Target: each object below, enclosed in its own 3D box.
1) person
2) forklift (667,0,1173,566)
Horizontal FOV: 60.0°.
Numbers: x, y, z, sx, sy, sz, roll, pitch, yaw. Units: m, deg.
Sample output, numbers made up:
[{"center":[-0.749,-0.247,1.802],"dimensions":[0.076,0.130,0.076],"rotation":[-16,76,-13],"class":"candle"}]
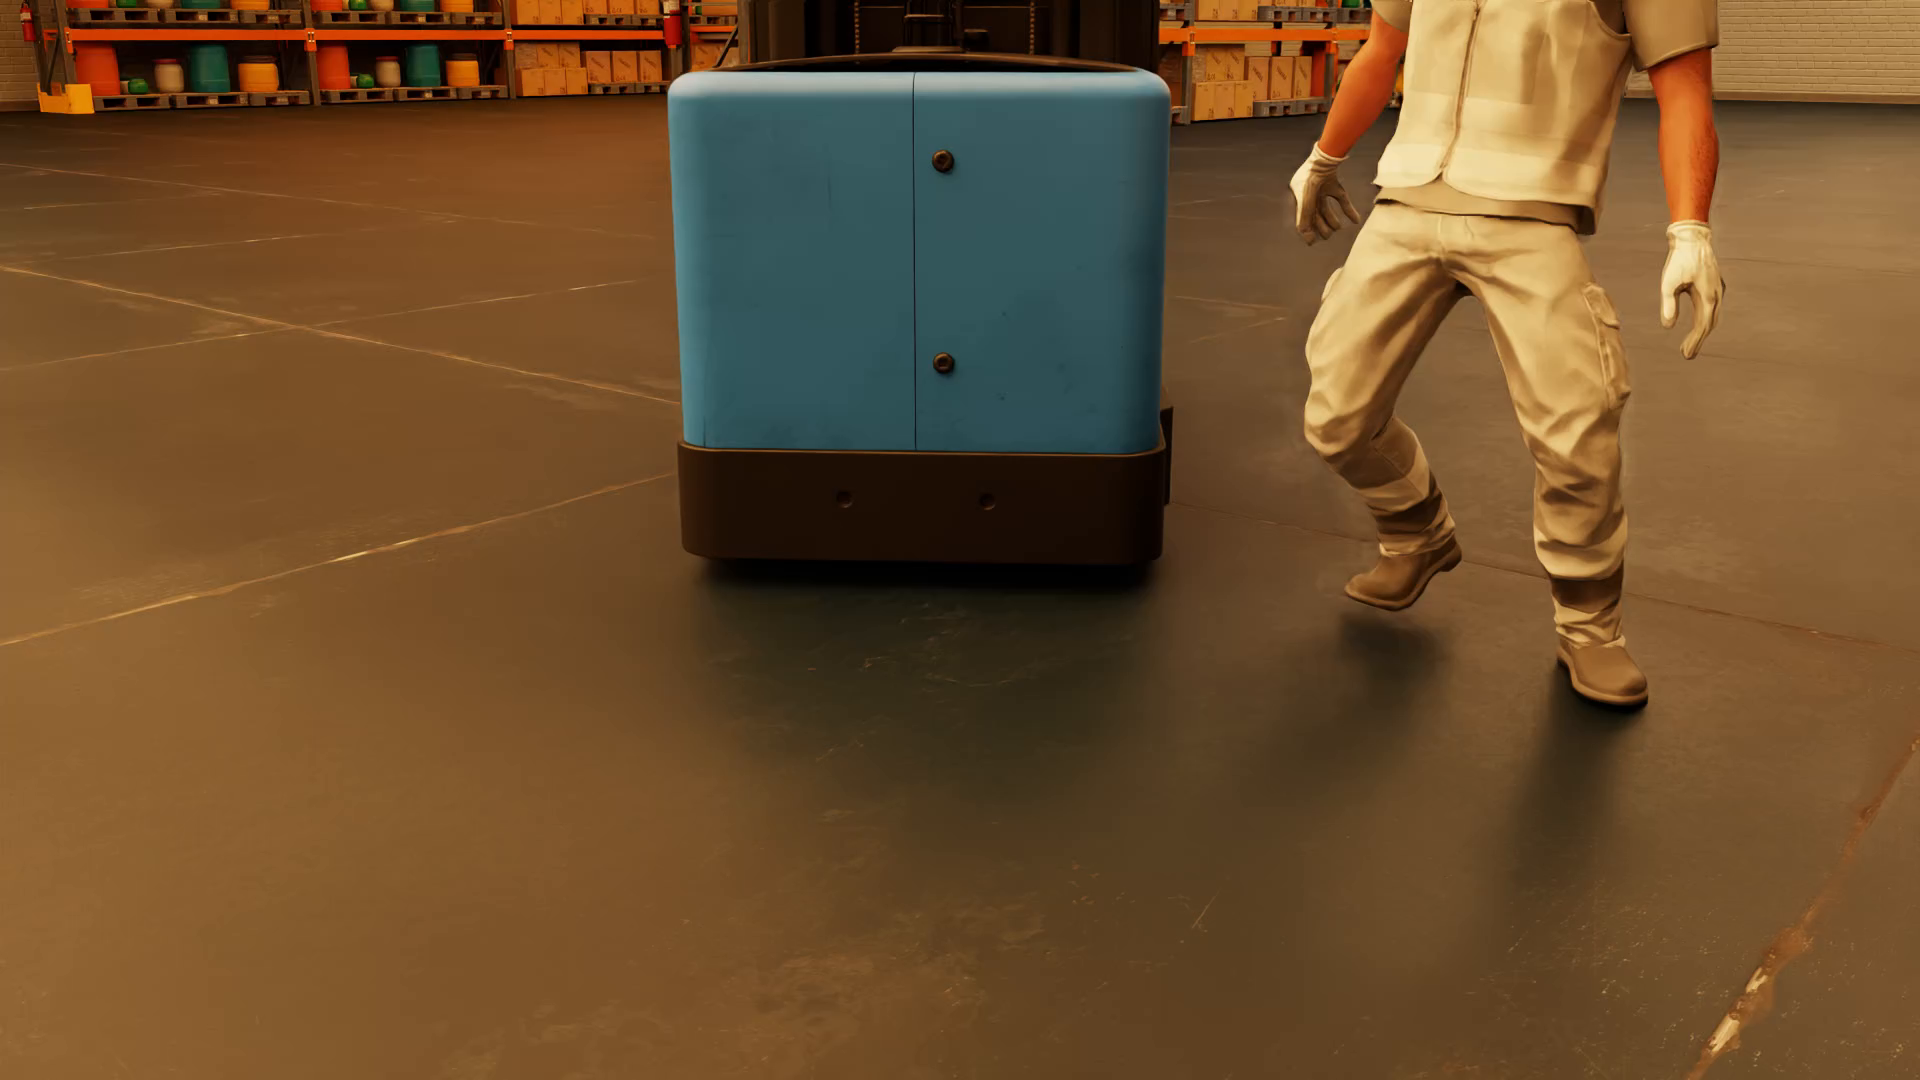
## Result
[{"center":[0.957,-0.605,3.020],"dimensions":[0.483,1.696,0.912],"rotation":[-15,22,-41],"class":"person"},{"center":[-0.002,-1.725,4.578],"dimensions":[1.130,2.935,3.031],"rotation":[1,17,3],"class":"forklift"}]
